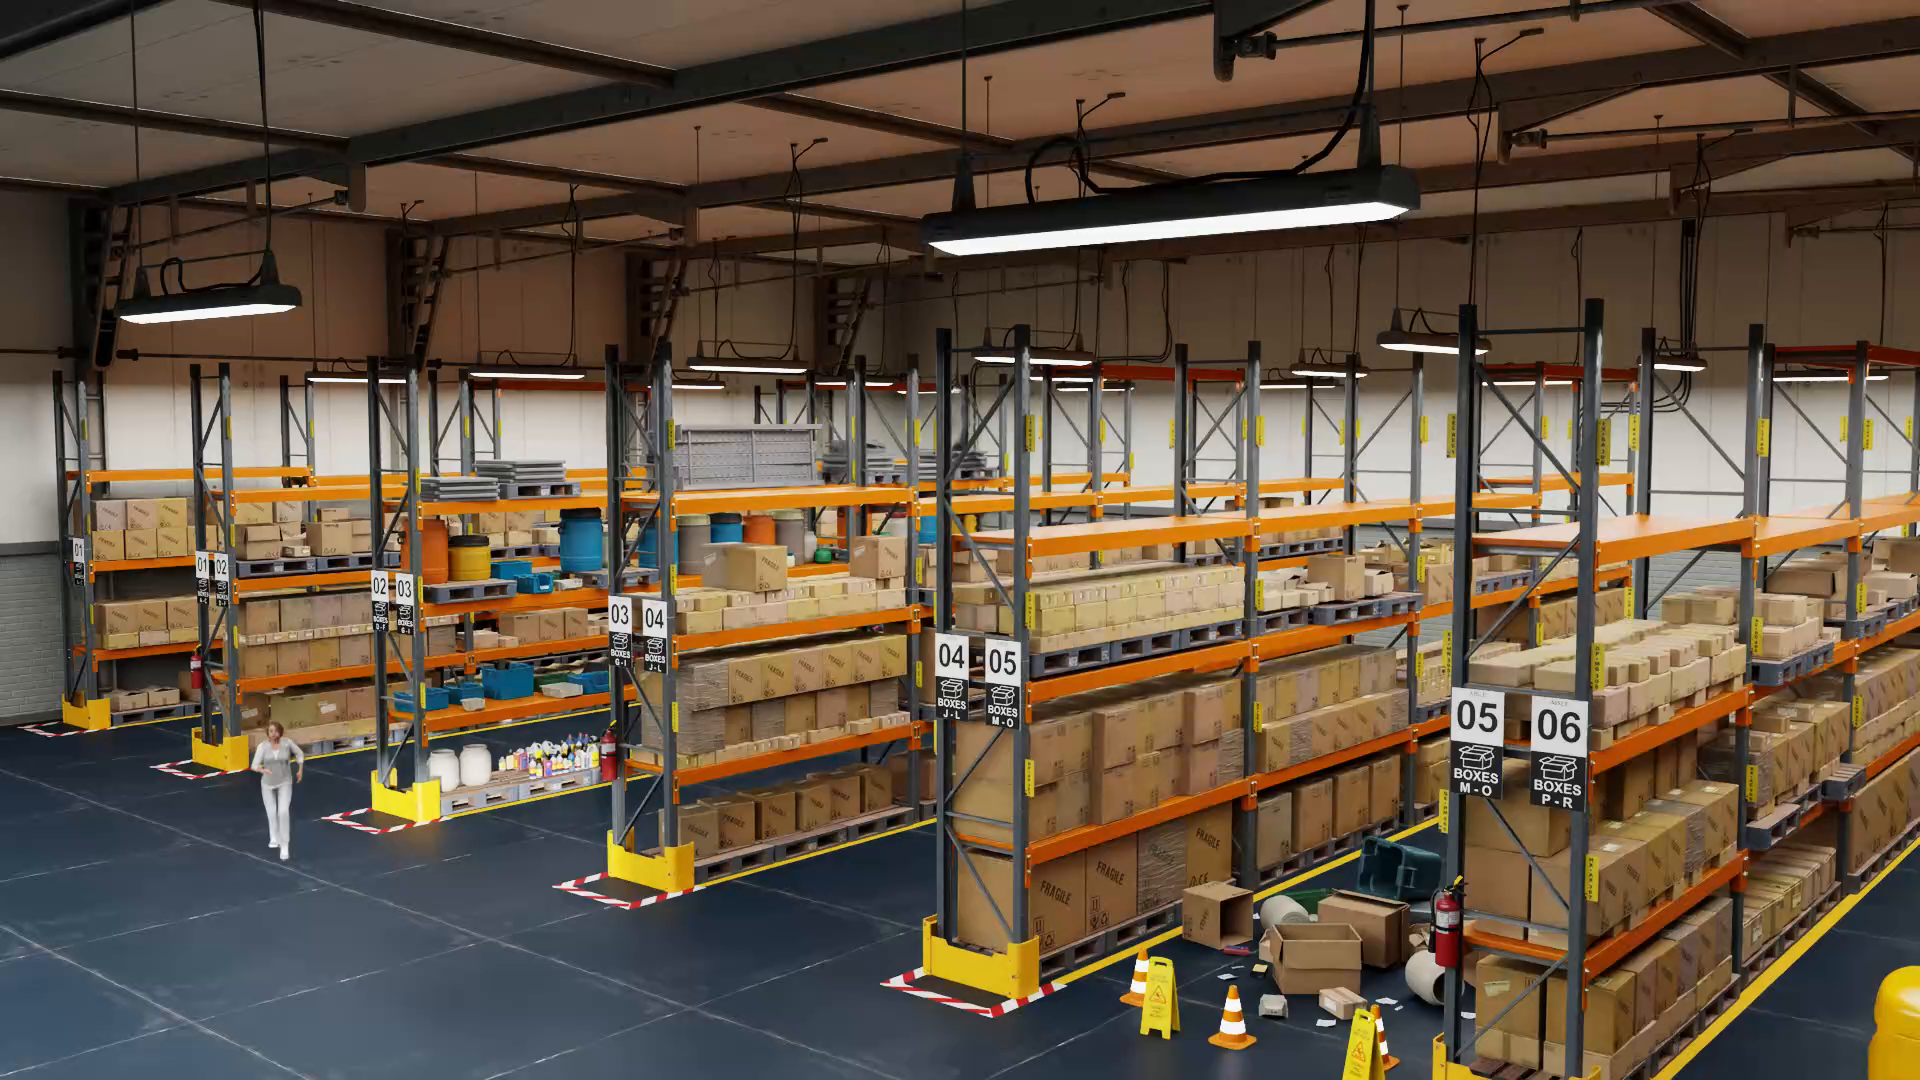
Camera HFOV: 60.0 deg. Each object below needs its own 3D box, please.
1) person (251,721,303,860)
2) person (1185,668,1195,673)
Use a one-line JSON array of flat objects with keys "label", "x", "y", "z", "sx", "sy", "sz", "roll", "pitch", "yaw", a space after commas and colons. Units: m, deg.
[{"label": "person", "x": -8.084, "y": 2.955, "z": 19.707, "sx": 0.555, "sy": 1.662, "sz": 0.708, "roll": -1, "pitch": 4, "yaw": -18}, {"label": "person", "x": 3.196, "y": 2.587, "z": 23.530, "sx": 0.674, "sy": 1.825, "sz": 0.717, "roll": 3, "pitch": 5, "yaw": 34}]
